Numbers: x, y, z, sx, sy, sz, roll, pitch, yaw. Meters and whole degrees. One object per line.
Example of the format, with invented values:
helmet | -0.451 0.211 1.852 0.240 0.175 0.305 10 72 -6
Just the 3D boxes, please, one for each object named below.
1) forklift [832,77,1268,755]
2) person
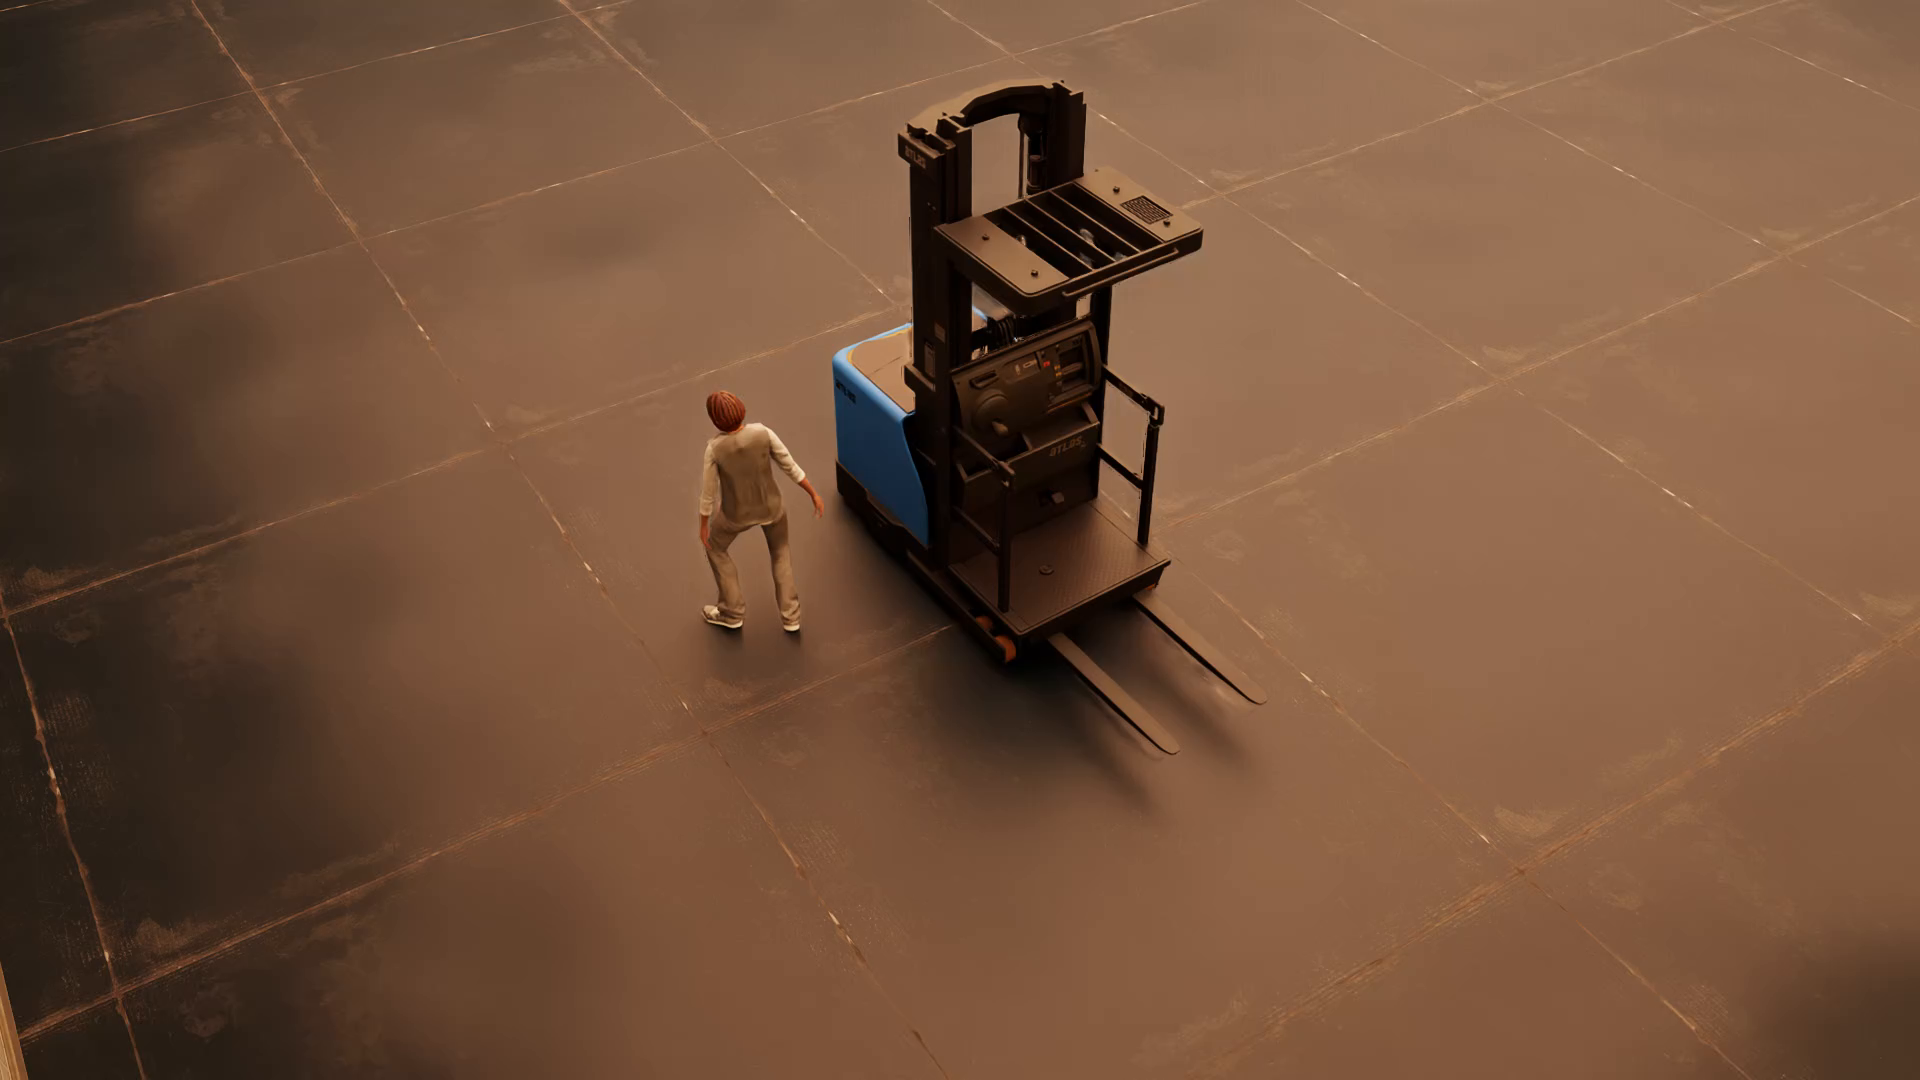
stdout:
forklift | 0.489 -0.779 8.762 1.130 2.935 3.031 -25 47 -26
person | -1.111 -0.124 9.117 0.732 1.552 0.428 -11 42 -12
